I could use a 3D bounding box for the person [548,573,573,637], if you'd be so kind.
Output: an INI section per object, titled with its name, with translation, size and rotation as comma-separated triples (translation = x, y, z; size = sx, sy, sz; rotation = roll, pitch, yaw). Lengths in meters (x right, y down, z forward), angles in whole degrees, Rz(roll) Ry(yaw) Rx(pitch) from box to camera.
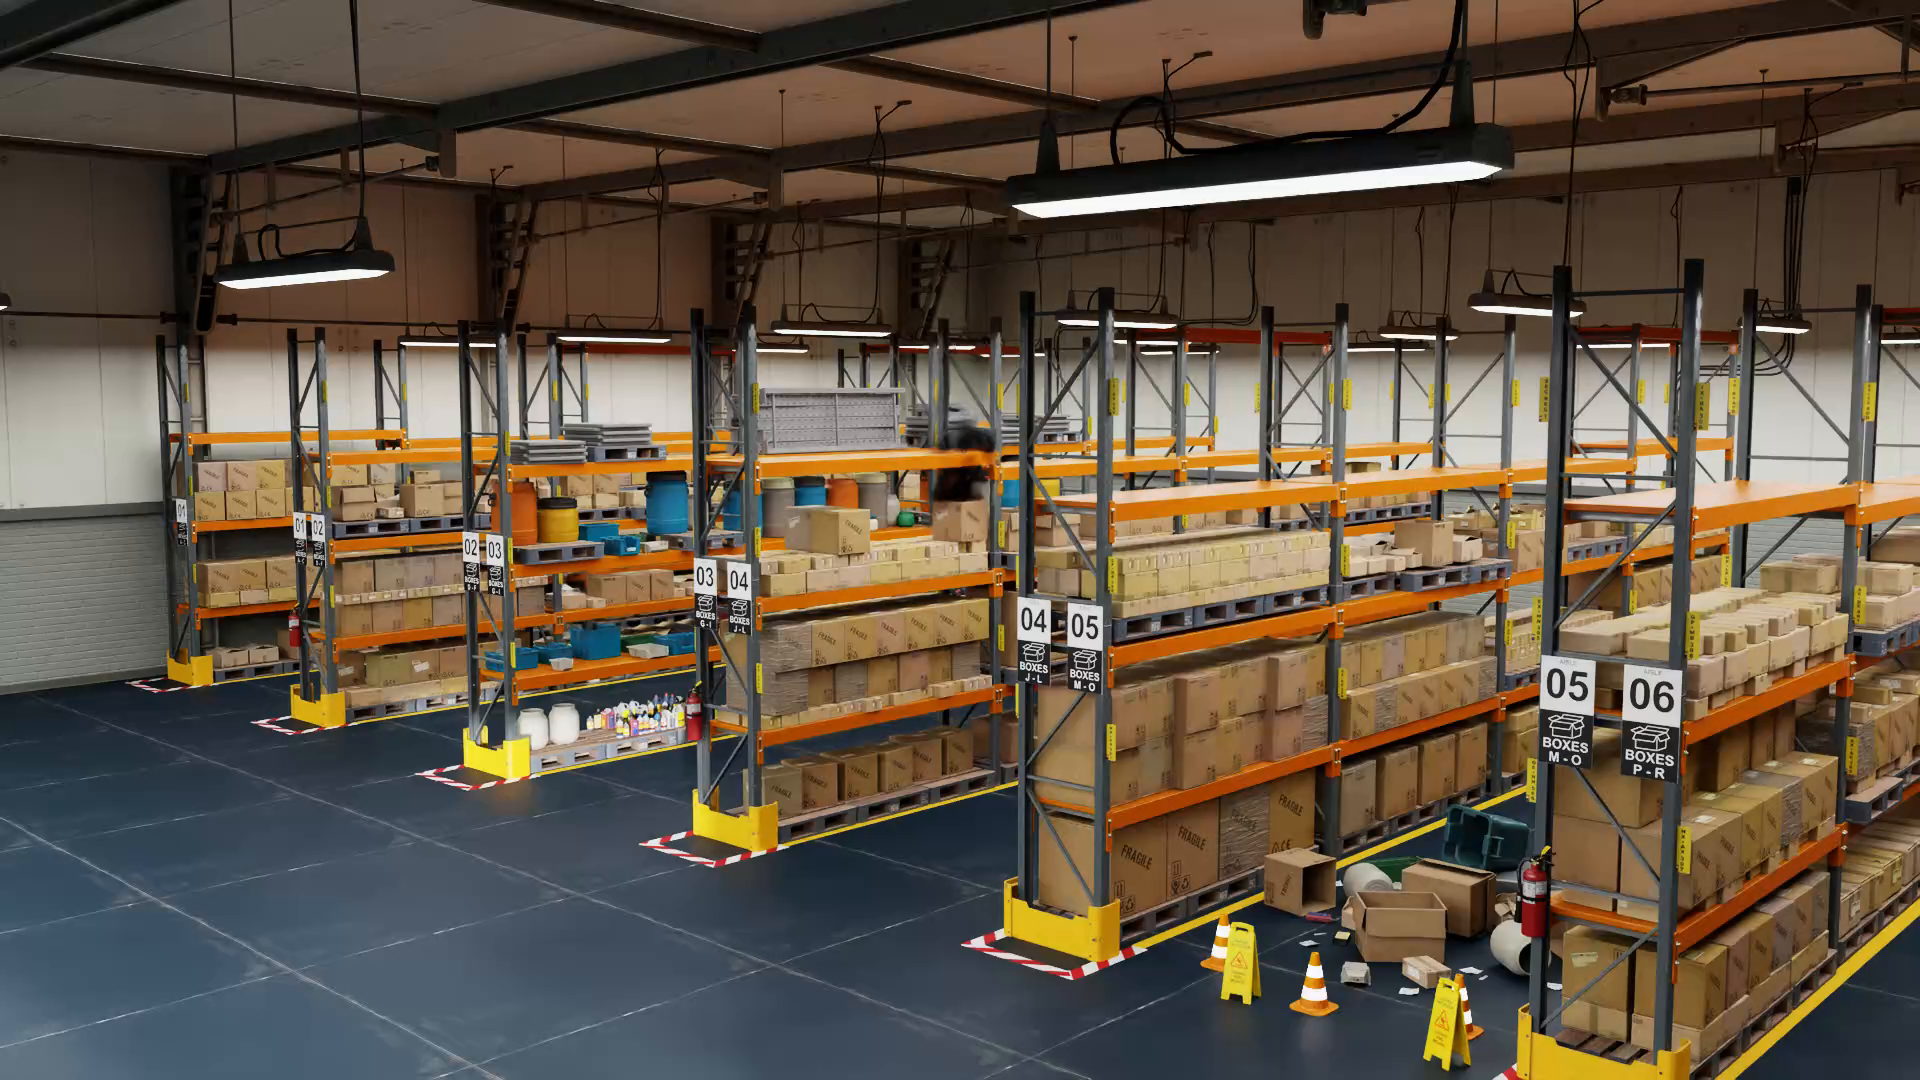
[person]
translation = -7.521, 1.409, 31.557
size = 0.614, 1.631, 0.575
rotation = 4, 7, 35
